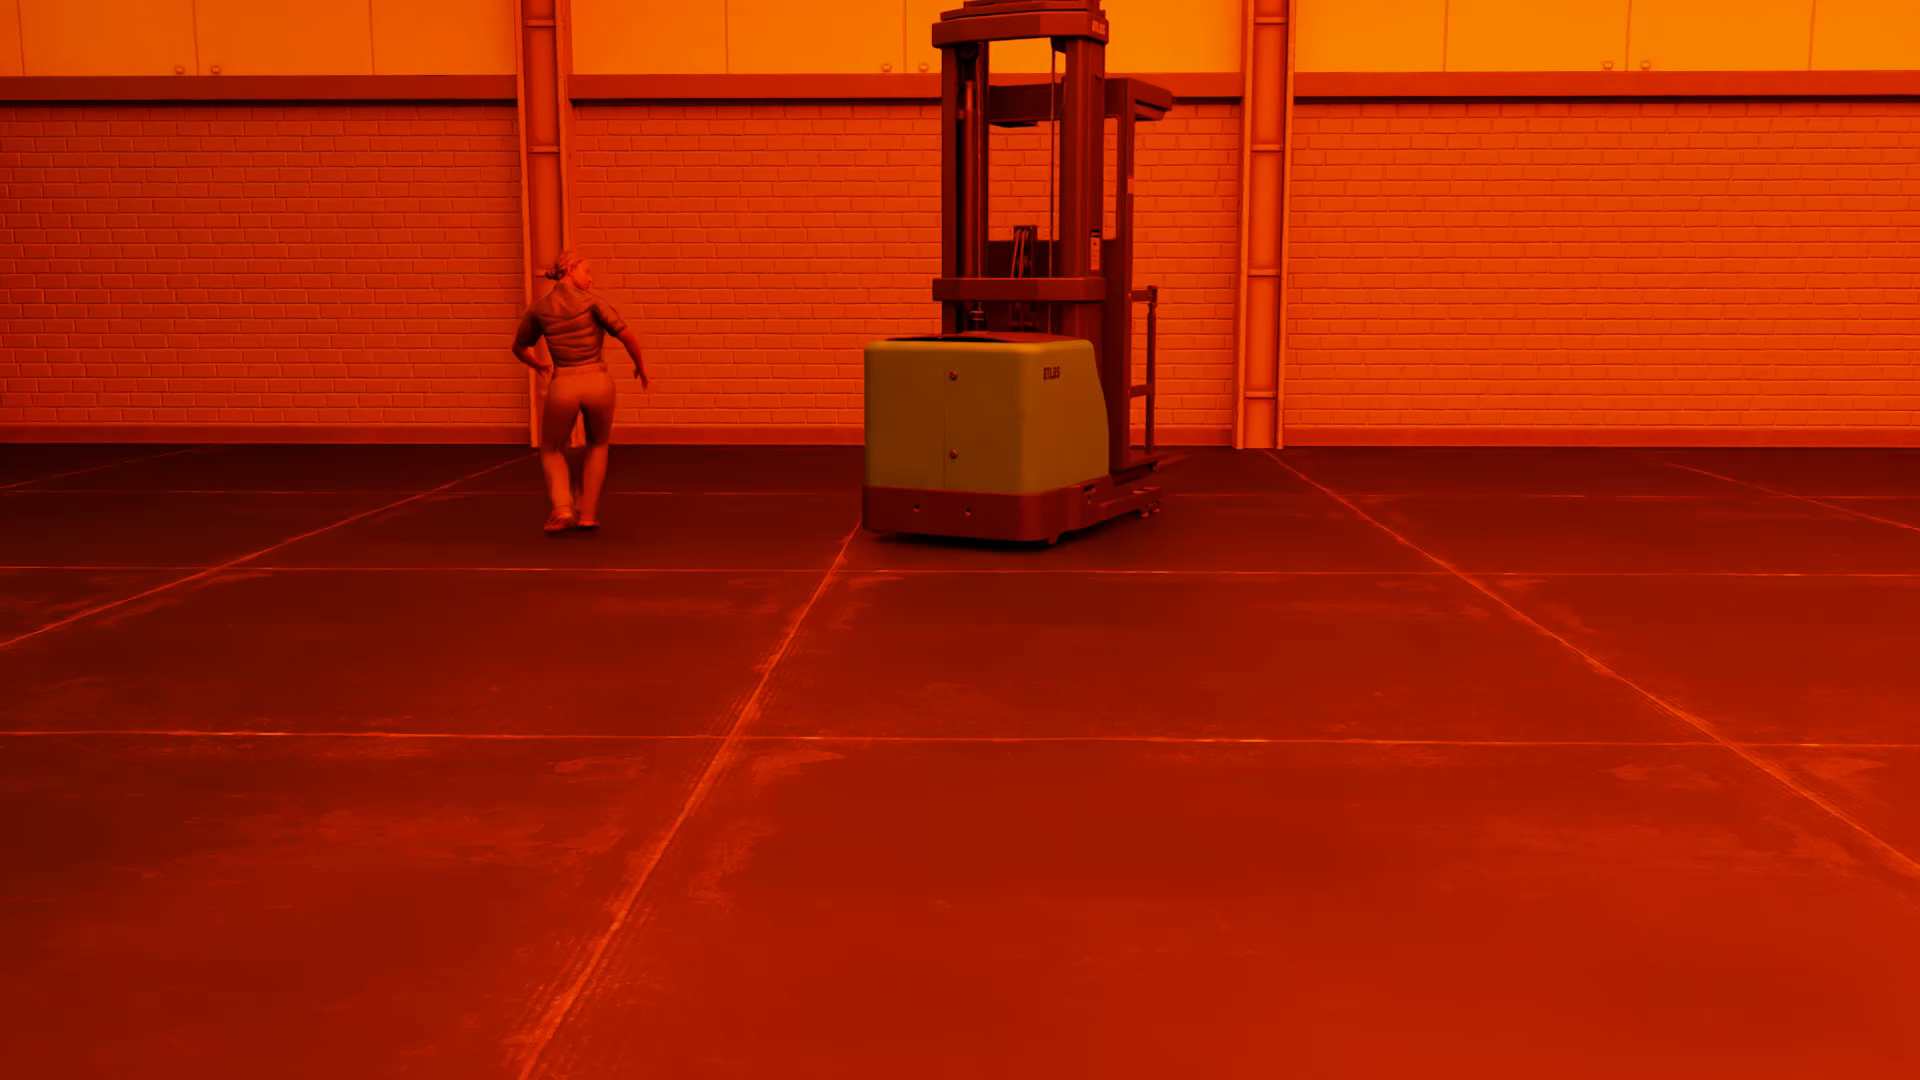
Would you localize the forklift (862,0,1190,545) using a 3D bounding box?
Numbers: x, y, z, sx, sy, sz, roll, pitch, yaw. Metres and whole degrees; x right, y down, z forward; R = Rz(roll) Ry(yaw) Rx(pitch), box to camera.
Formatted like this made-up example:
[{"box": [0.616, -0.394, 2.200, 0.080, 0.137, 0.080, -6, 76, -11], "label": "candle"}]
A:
[{"box": [0.578, -1.605, 9.802, 1.130, 2.935, 3.031, 4, 10, 26], "label": "forklift"}]

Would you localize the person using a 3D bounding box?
[{"box": [-2.121, -0.834, 9.313, 0.741, 1.558, 0.704, -1, 9, -8], "label": "person"}]
